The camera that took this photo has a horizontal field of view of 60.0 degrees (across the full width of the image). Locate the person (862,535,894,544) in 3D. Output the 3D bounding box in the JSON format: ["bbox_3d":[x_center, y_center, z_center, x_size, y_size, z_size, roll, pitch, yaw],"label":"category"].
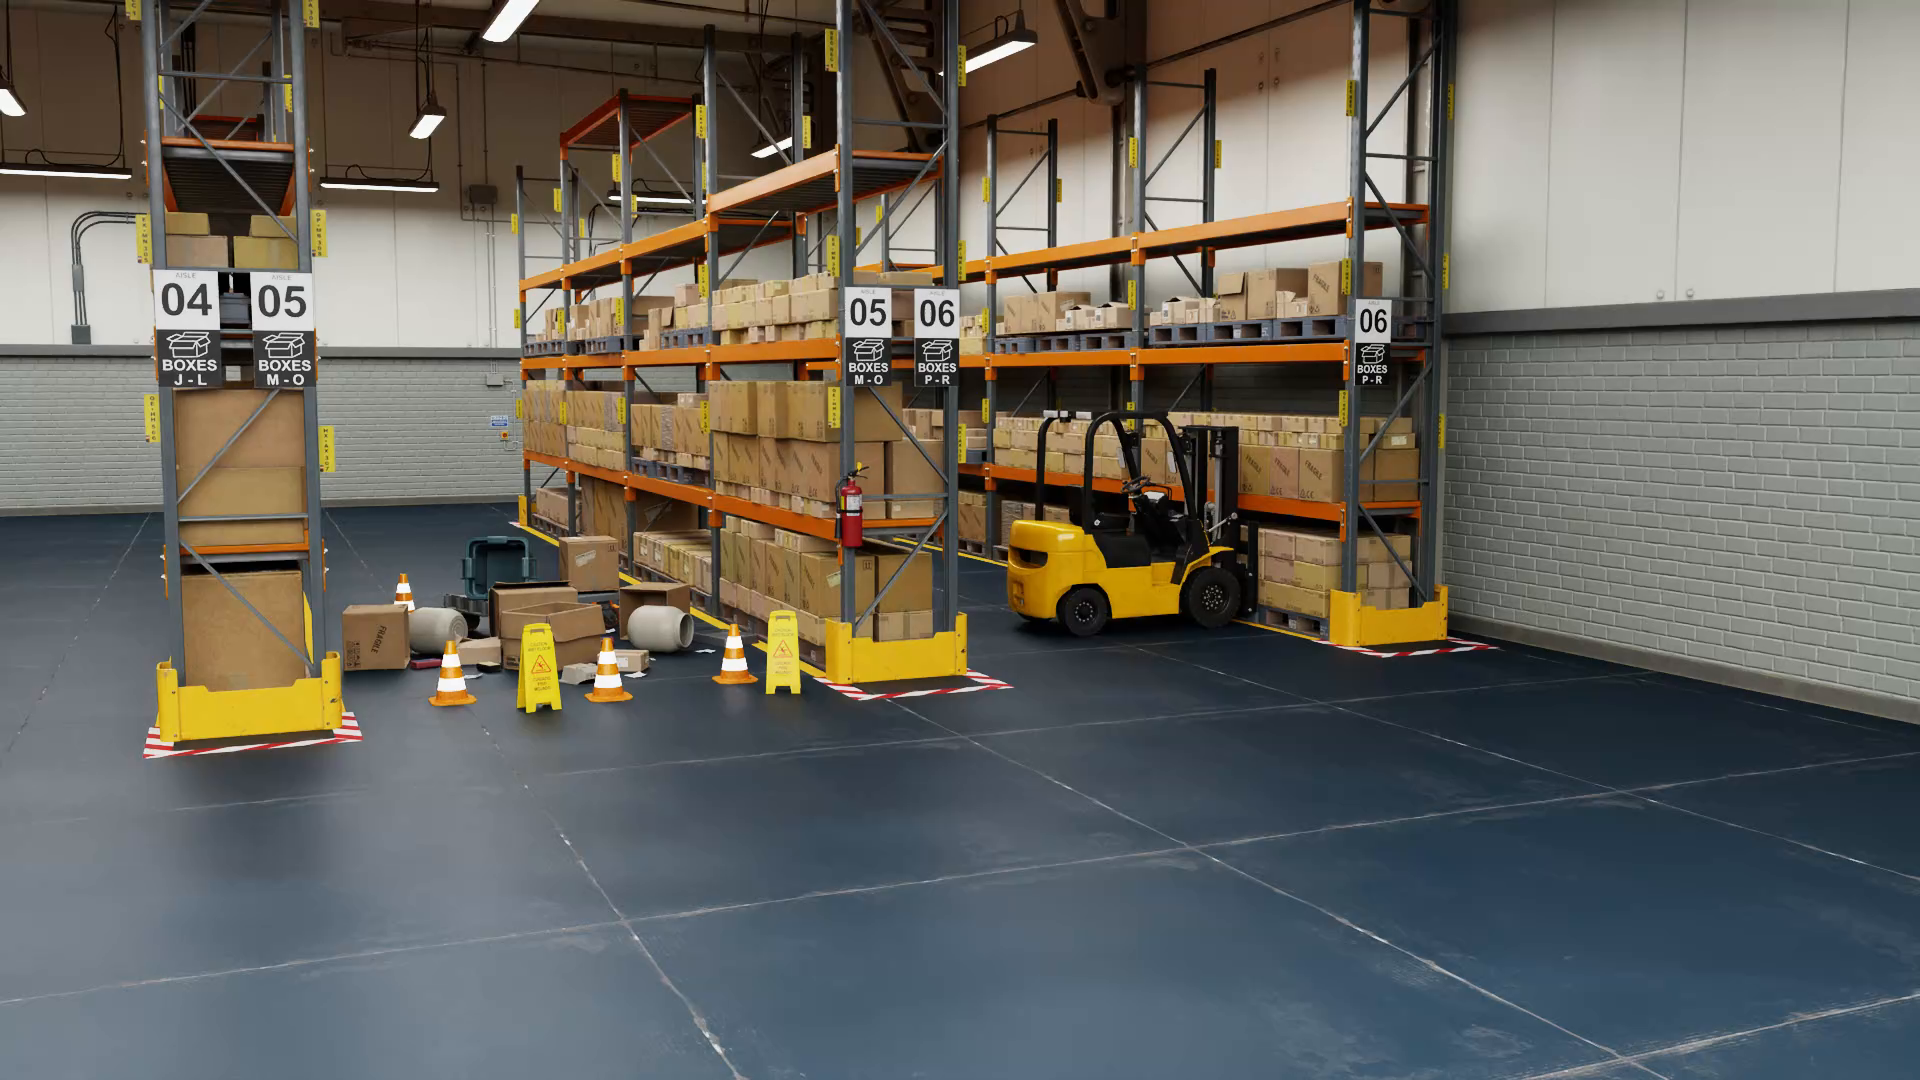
[{"bbox_3d":[-0.945,-0.142,18.598,0.443,1.652,0.351,-2,6,-23],"label":"person"}]
